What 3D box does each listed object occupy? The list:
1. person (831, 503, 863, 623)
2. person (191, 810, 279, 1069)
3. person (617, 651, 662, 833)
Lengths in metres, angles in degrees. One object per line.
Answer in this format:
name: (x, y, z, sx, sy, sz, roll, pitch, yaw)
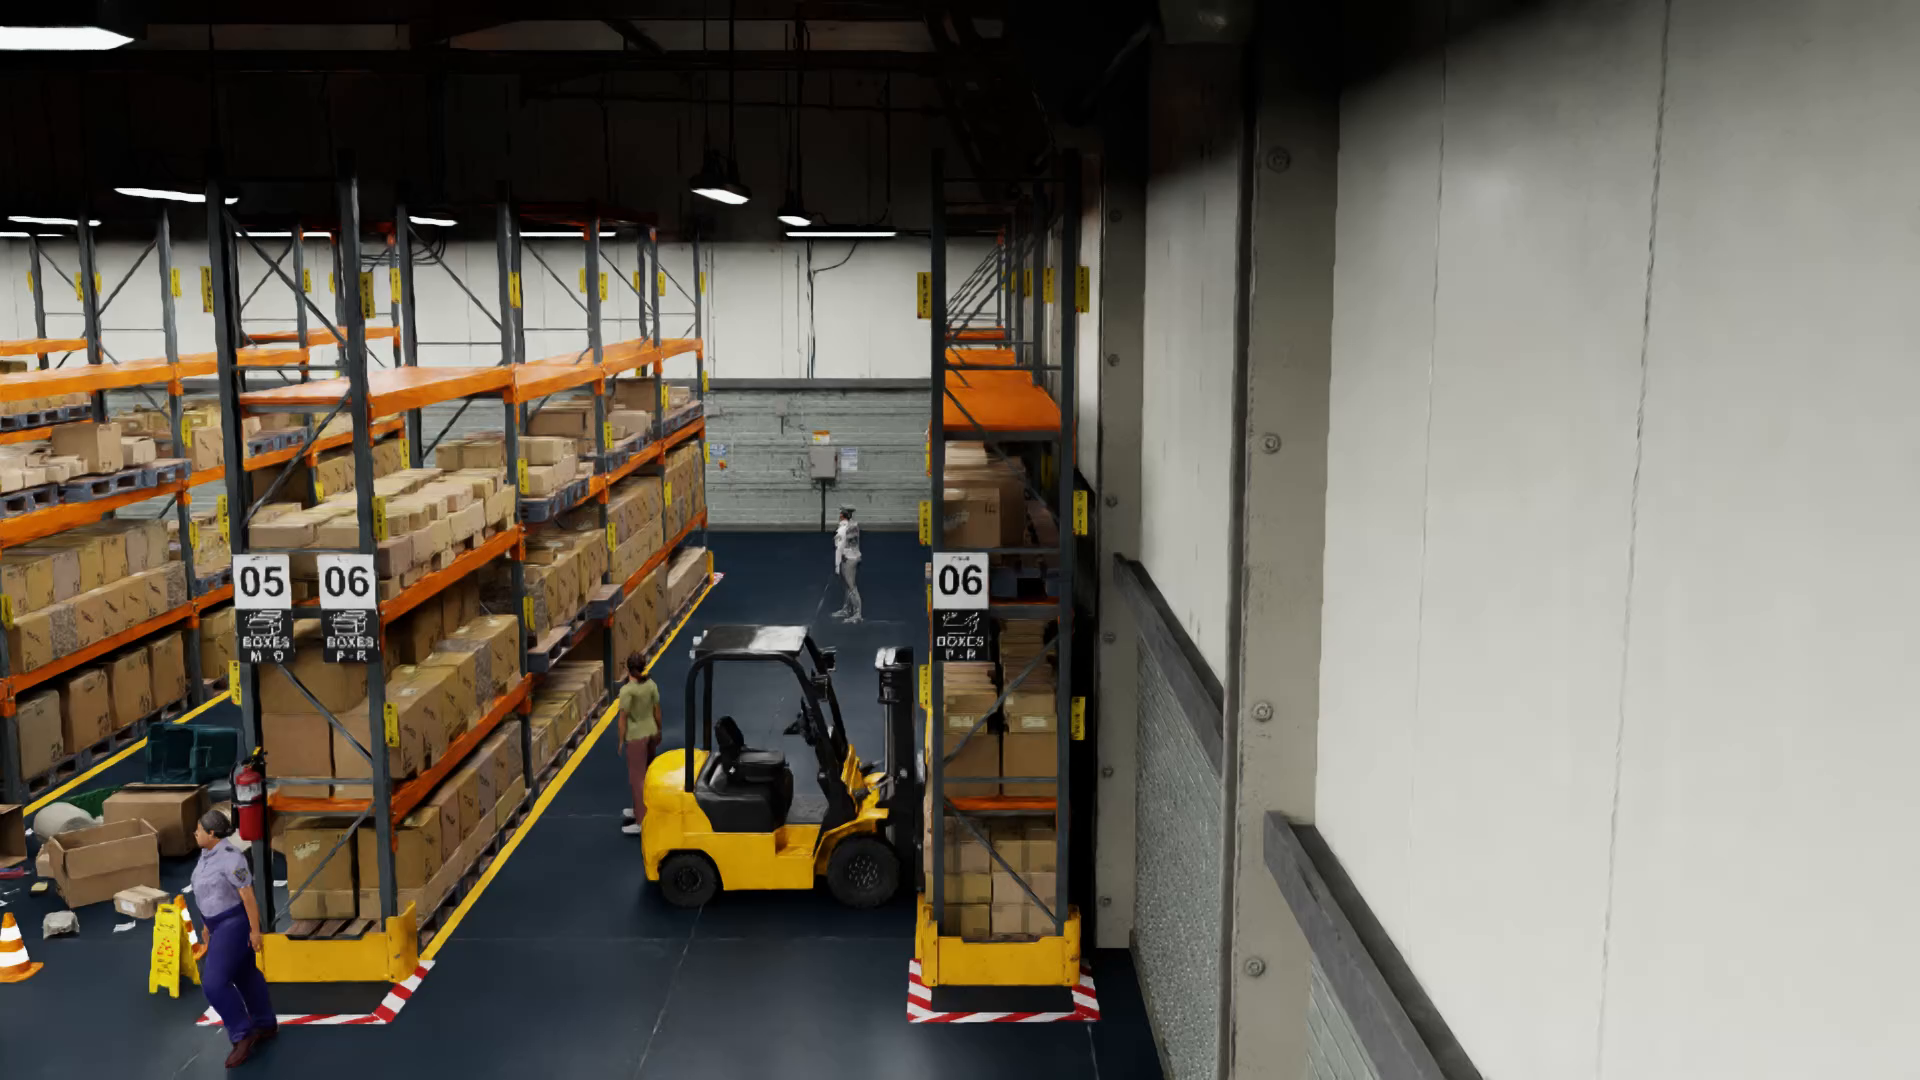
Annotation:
person: (-1.608, 0.305, 23.499, 0.568, 1.662, 0.571, 3, 10, 18)
person: (-4.845, 2.607, 11.097, 0.483, 1.652, 0.617, -7, 11, -35)
person: (-3.030, 1.856, 15.557, 0.569, 1.668, 0.560, 6, 11, 31)
